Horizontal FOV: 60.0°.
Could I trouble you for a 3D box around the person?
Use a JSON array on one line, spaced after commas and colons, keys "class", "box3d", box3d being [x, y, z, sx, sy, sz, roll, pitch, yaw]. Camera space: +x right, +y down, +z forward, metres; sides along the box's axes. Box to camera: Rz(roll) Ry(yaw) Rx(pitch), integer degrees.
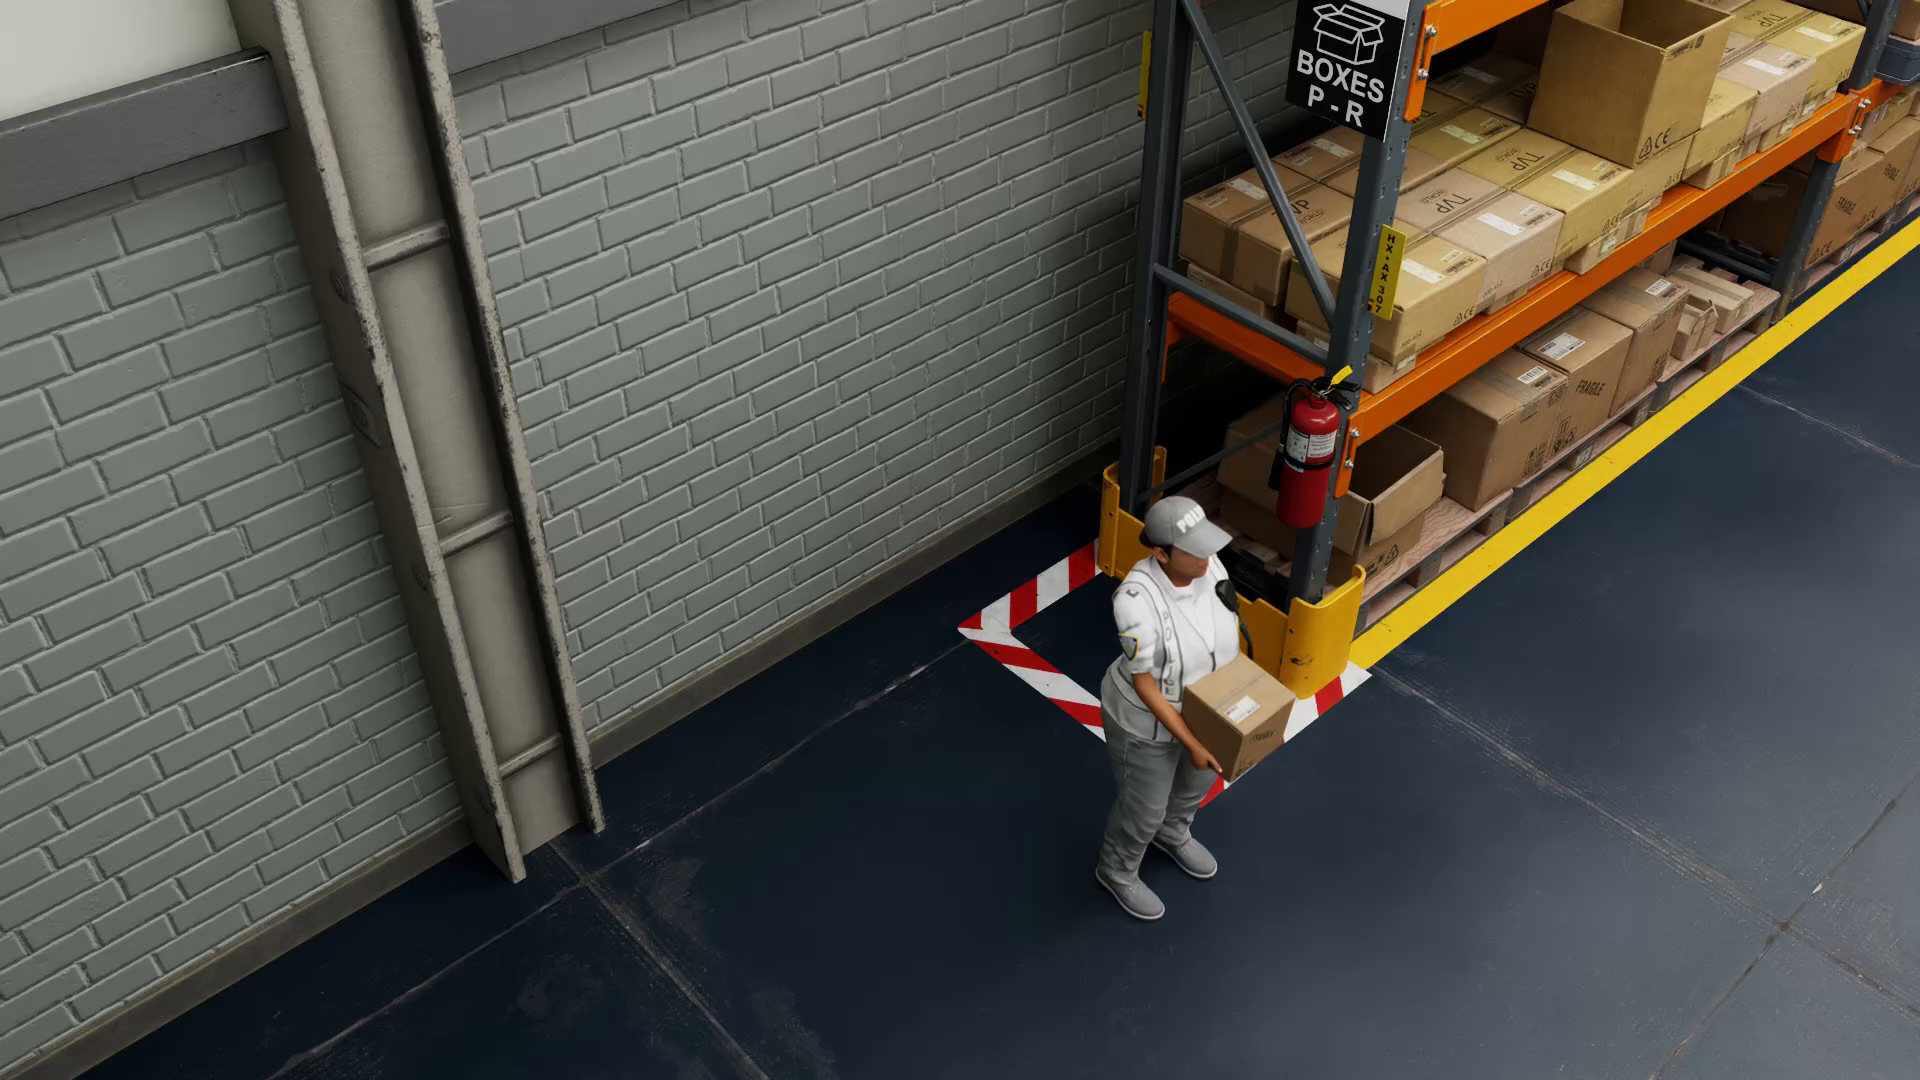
[{"class": "person", "box3d": [0.740, 0.588, 5.462, 0.453, 1.653, 0.541, -30, 49, -31]}]
